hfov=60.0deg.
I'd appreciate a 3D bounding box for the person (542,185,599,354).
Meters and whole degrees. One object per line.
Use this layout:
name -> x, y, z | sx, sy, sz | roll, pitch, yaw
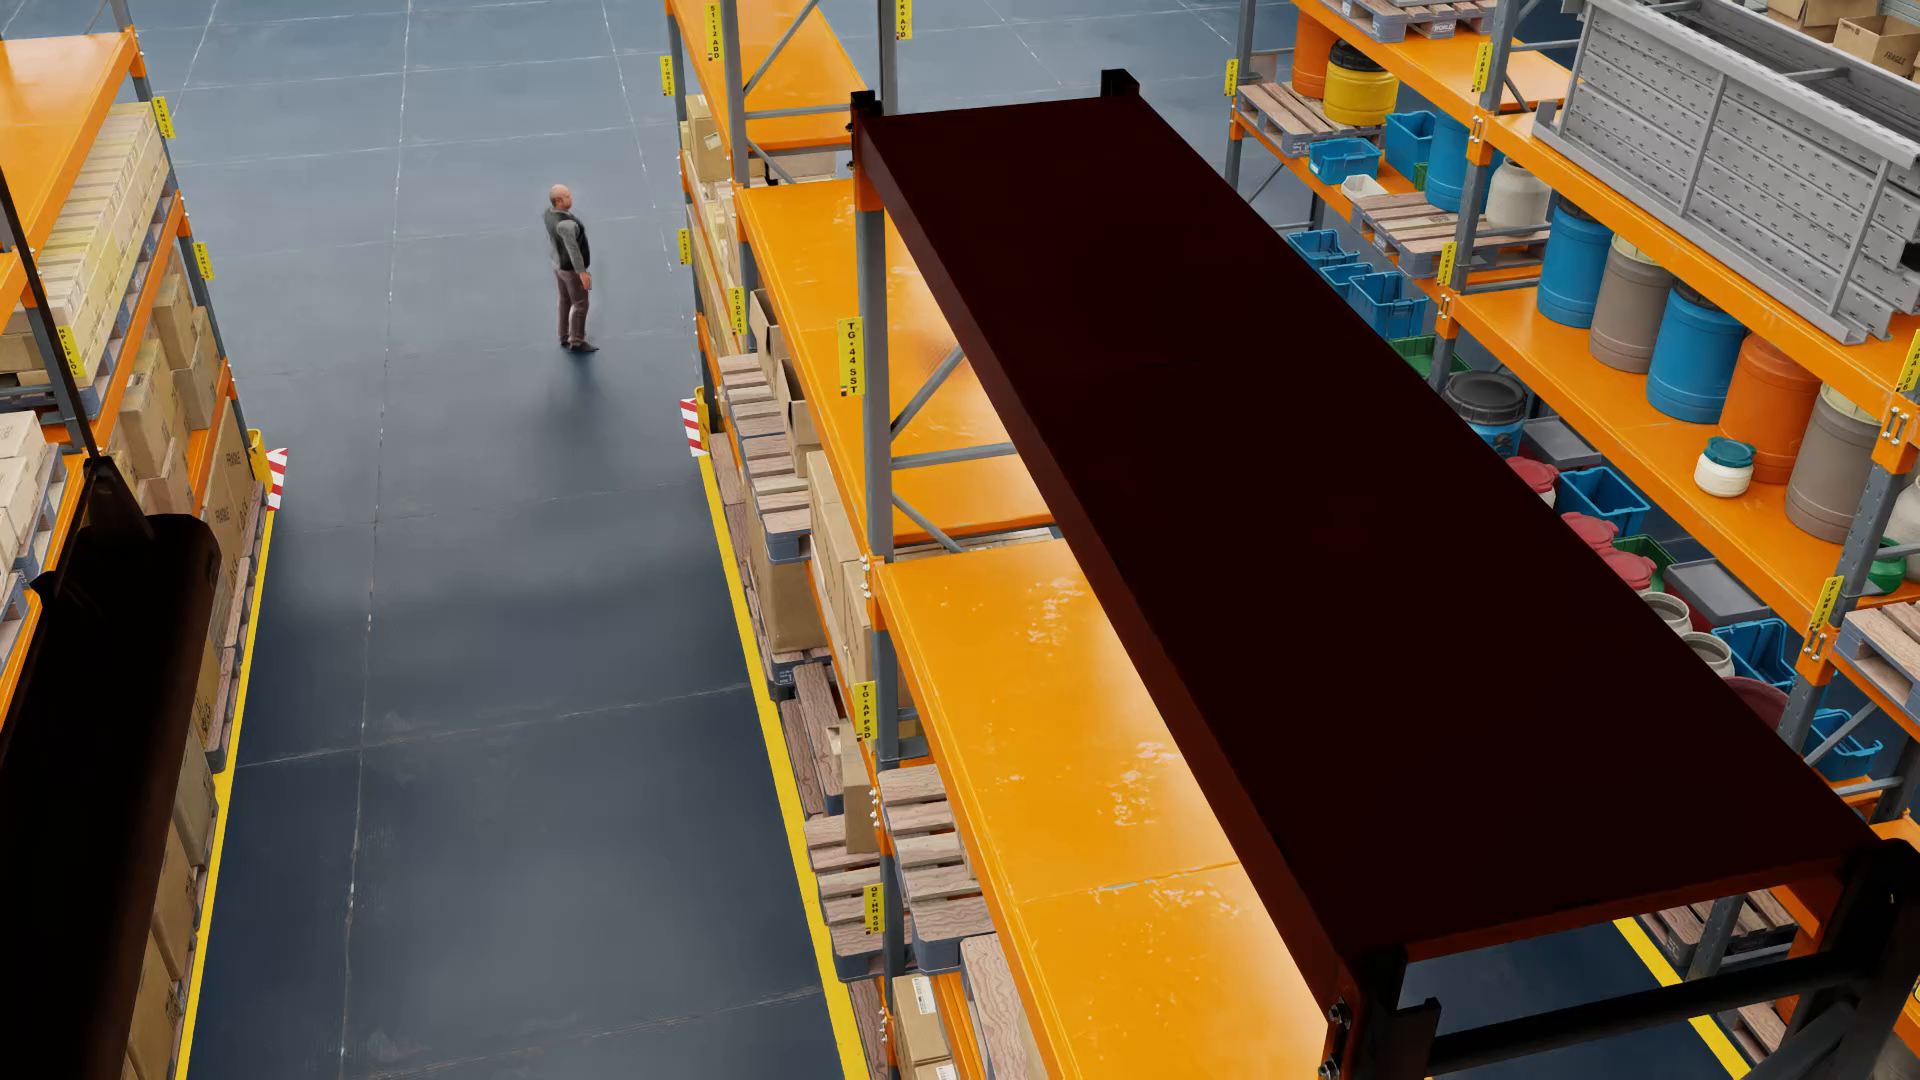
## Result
person -> -3.890, -2.697, 16.528 | 0.400, 1.759, 0.647 | -22, 40, -29
